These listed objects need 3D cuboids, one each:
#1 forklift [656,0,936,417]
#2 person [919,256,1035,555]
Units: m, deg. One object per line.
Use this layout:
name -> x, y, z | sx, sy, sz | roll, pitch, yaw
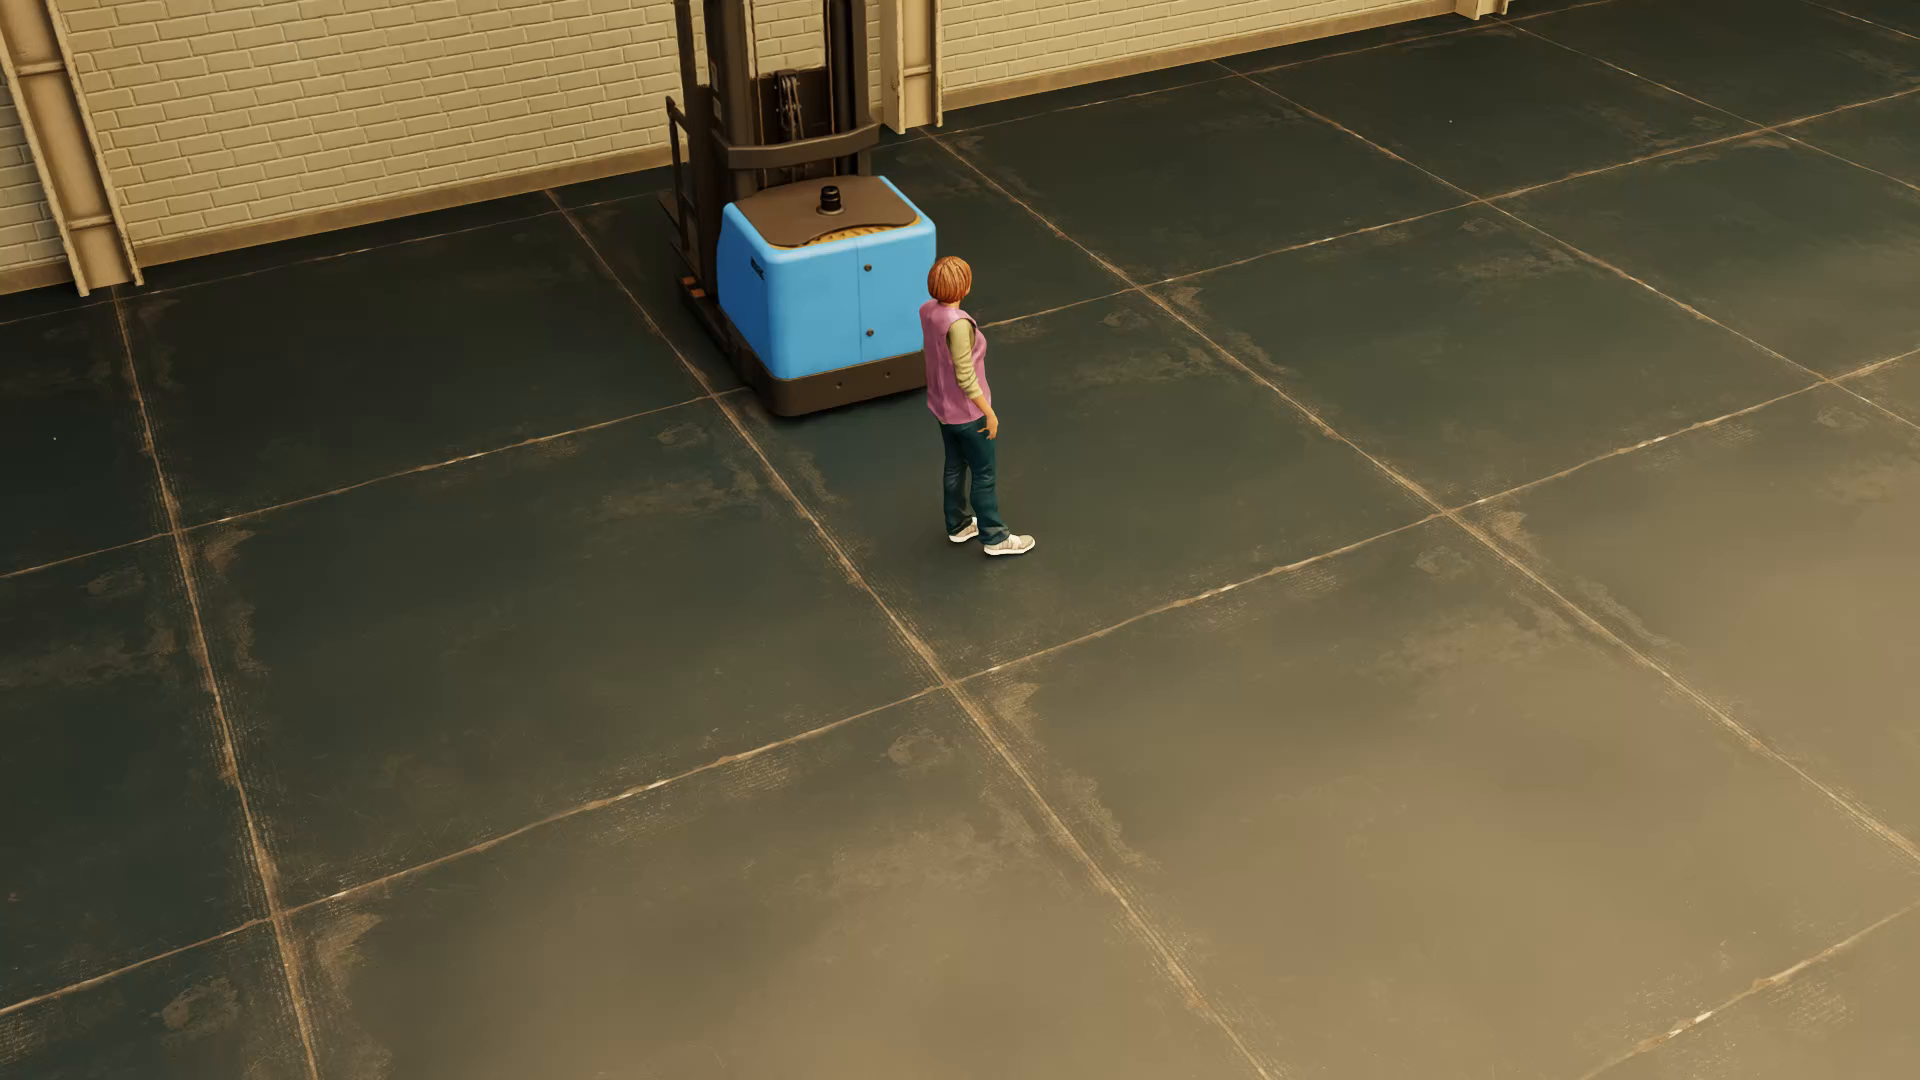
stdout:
forklift -> -1.198, -2.745, 10.006 | 1.130, 2.935, 3.031 | -15, 38, -20
person -> 0.071, -0.671, 8.215 | 0.476, 1.596, 0.520 | -17, 39, -23
